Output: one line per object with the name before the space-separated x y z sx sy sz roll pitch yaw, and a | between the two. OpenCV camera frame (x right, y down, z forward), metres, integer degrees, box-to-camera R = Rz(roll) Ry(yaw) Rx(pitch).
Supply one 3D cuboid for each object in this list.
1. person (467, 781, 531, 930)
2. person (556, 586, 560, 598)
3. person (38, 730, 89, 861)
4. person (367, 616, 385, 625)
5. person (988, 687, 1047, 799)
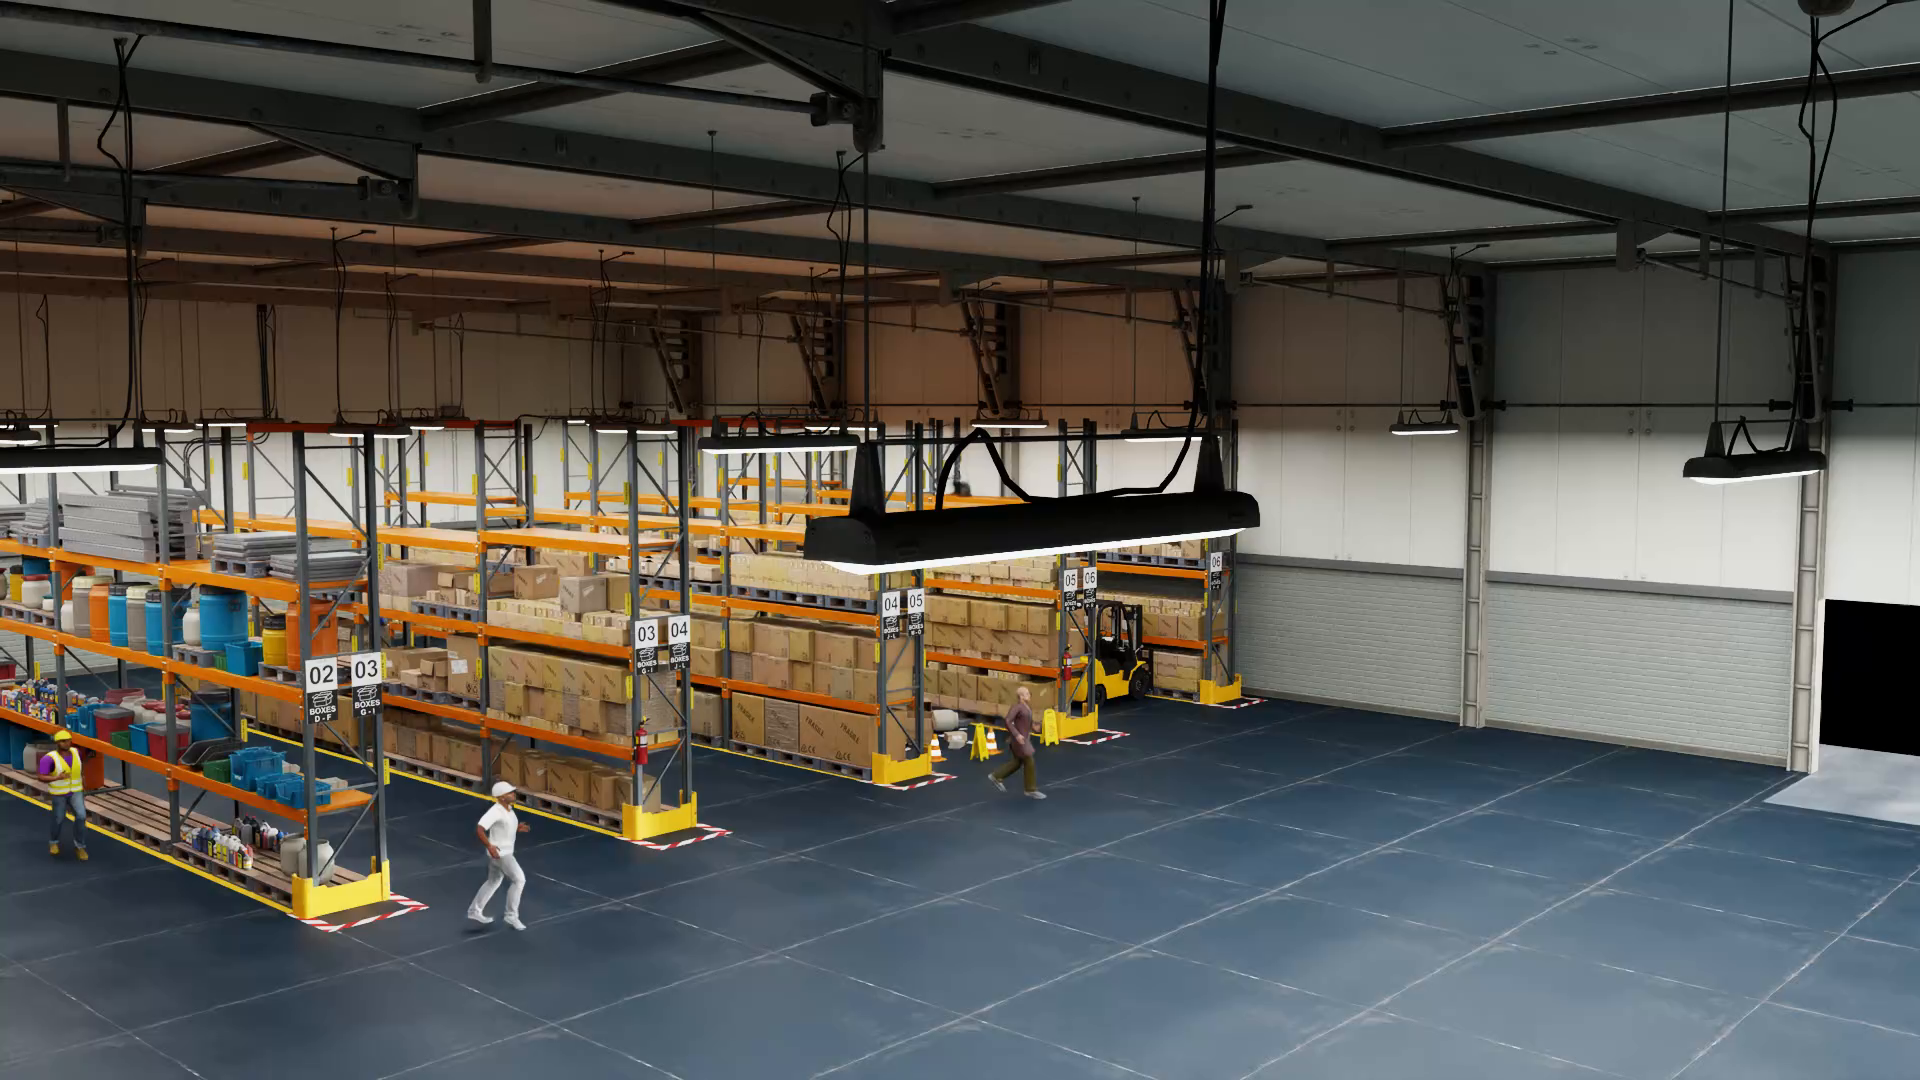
person | -5.575 3.817 20.093 0.765 1.827 0.681 -1 5 -12
person | -10.437 1.924 43.556 0.688 1.728 0.742 -2 5 -22
person | -12.463 3.554 23.143 0.787 1.834 0.720 4 6 40
person | -13.902 2.322 39.422 0.630 1.605 0.531 4 6 40
person | 0.952 3.242 26.744 0.921 1.788 0.706 1 5 11
